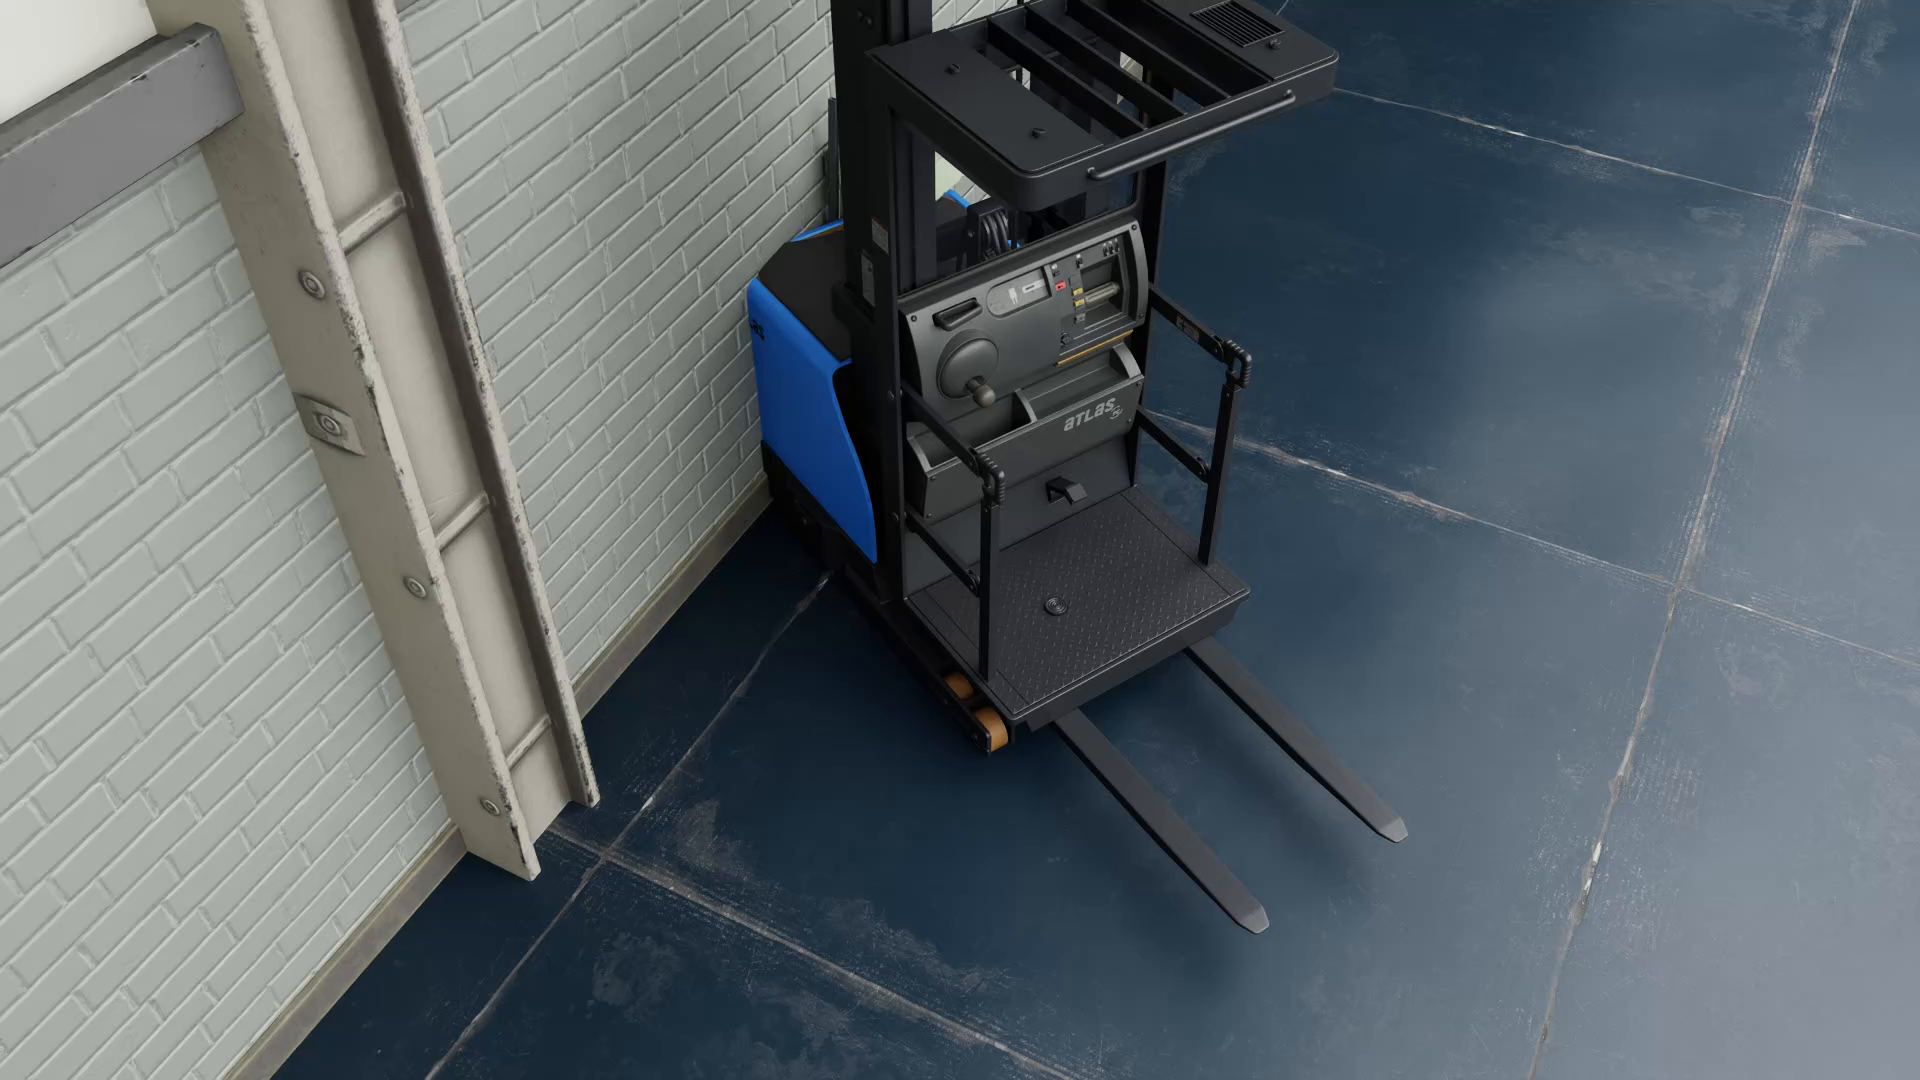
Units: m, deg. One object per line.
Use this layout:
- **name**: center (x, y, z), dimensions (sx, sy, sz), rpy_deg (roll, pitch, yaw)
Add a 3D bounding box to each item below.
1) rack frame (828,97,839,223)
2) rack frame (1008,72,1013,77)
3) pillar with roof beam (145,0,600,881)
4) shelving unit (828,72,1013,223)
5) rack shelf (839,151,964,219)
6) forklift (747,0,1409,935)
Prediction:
- **rack frame**: center (-0.343, -1.002, 6.587), dimensions (0.400, 1.500, 0.023), rpy_deg (20, 43, 19)
- **rack frame**: center (-0.005, -1.409, 7.093), dimensions (0.400, 1.500, 0.023), rpy_deg (20, 43, 19)
- **pillar with roof beam**: center (2.323, -0.764, 1.178), dimensions (9.100, 9.000, 0.400), rpy_deg (20, 49, 19)
- **shelving unit**: center (-0.174, -1.206, 6.840), dimensions (0.431, 1.500, 0.755), rpy_deg (20, 43, 19)
- **rack shelf**: center (-0.155, -1.503, 6.589), dimensions (0.431, 0.370, 0.720), rpy_deg (20, 43, 19)
- **forklift**: center (0.354, -0.660, 5.341), dimensions (1.130, 2.935, 3.031), rpy_deg (-26, 51, -23)
